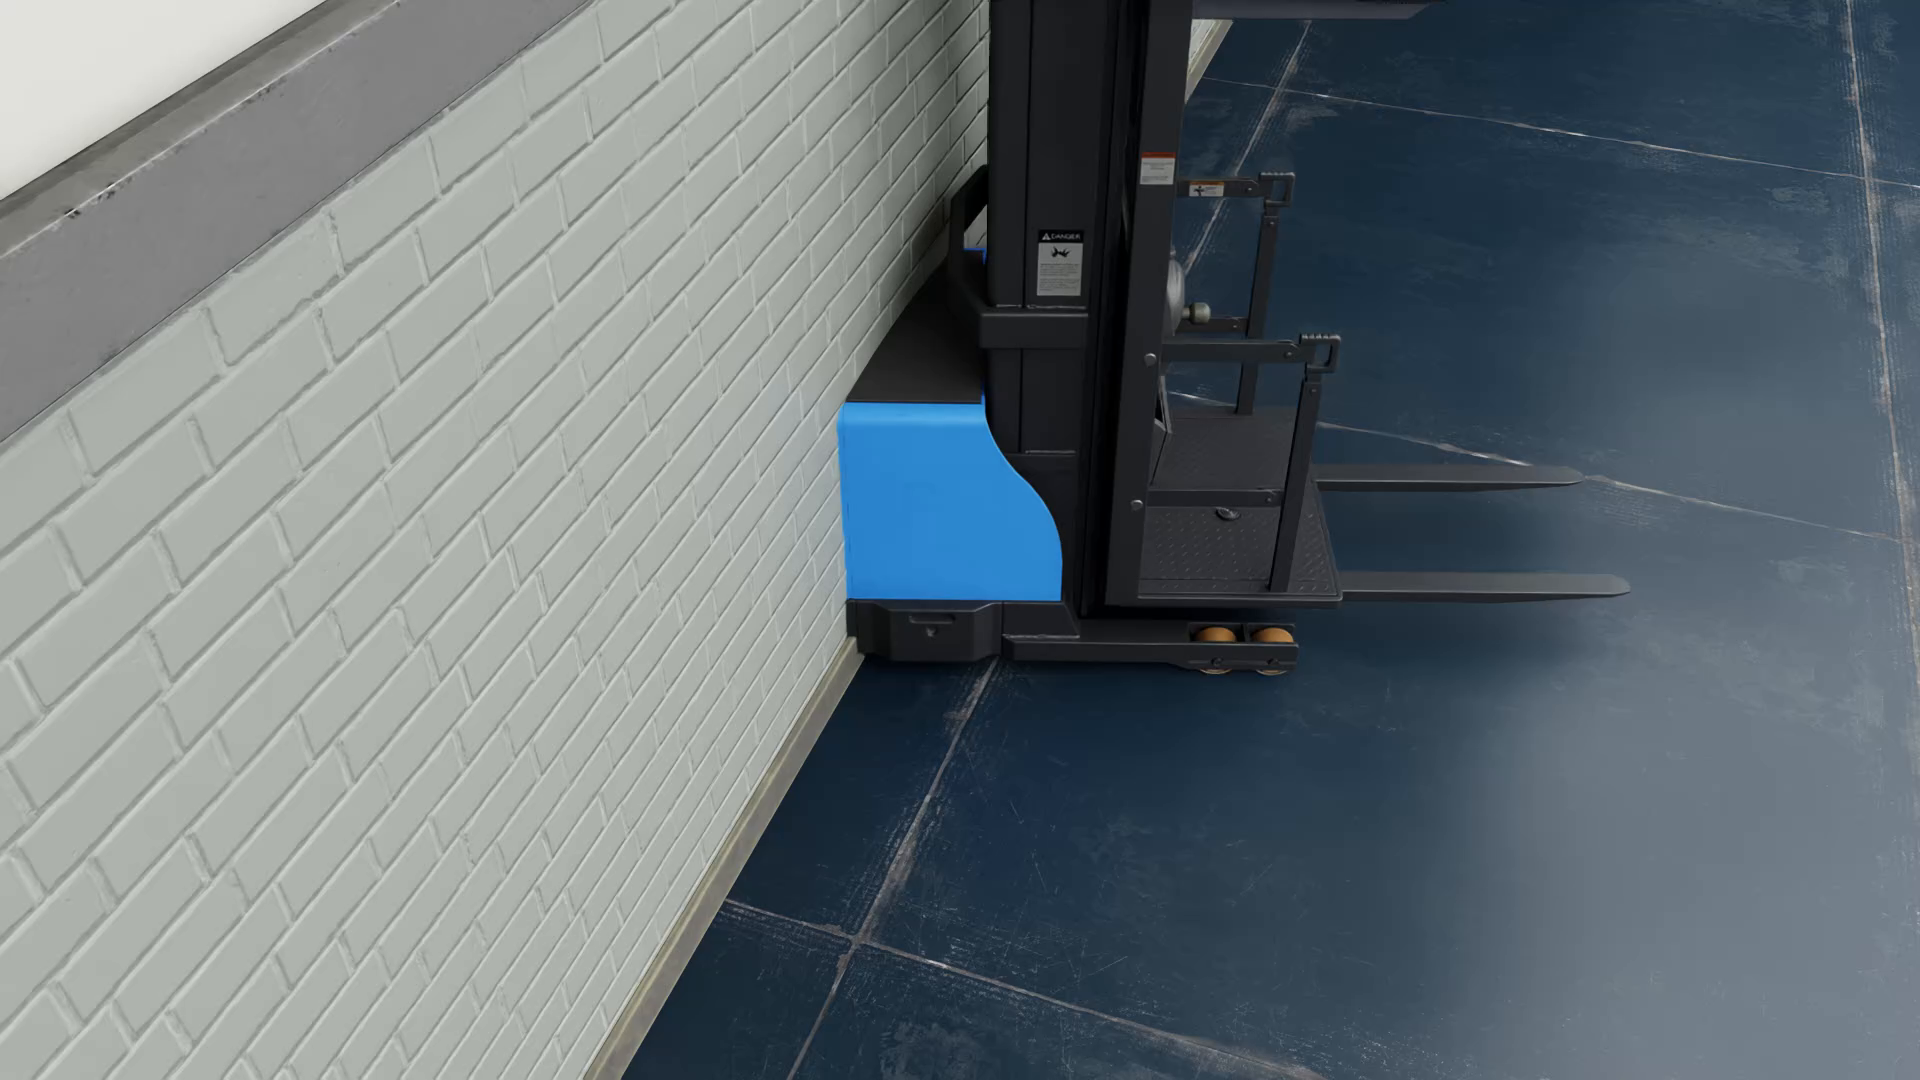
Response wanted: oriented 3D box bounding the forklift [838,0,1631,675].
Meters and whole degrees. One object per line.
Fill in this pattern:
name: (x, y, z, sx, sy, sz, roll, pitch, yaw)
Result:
forklift: (0.796, -1.002, 5.166, 3.031, 2.935, 1.130, 1, 40, 1)
